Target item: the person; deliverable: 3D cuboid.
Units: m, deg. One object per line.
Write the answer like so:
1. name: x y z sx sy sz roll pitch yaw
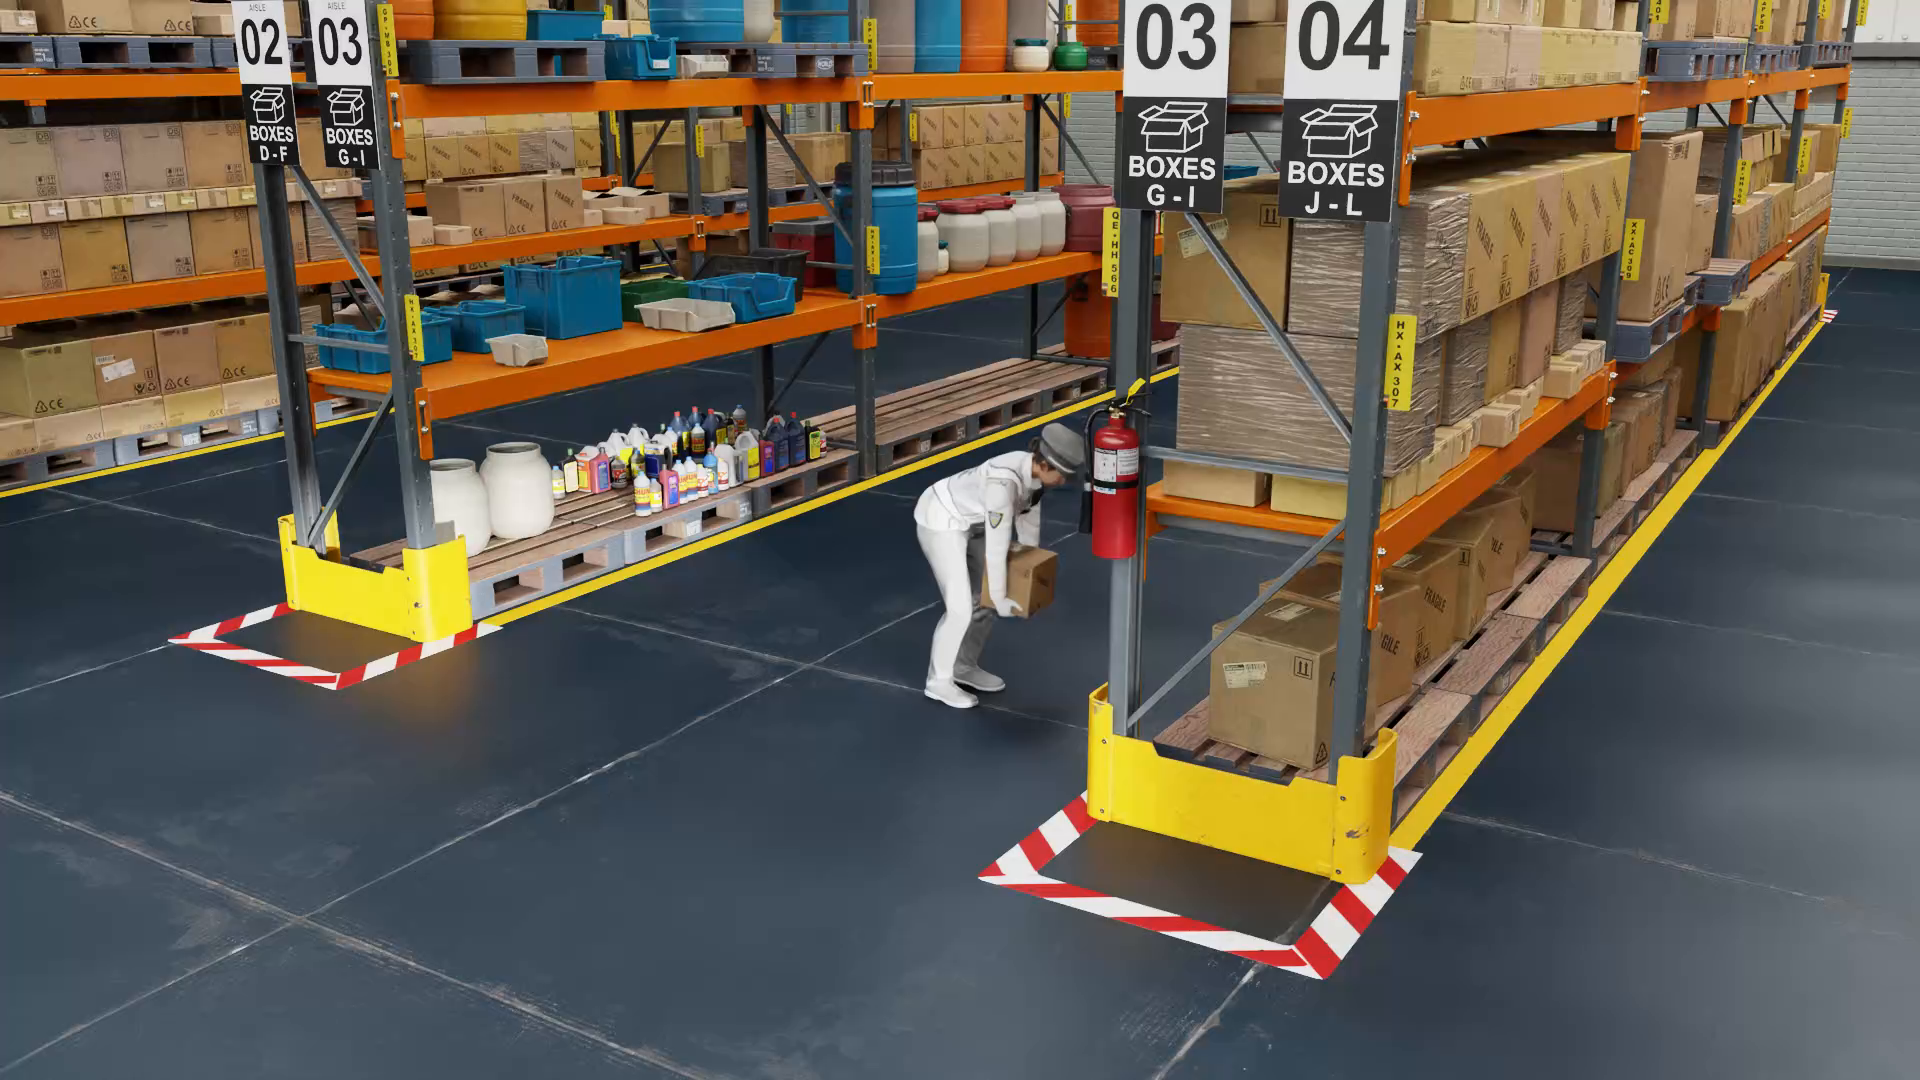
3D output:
1. person: 0.200 0.113 7.689 0.856 1.367 0.404 9 19 29
